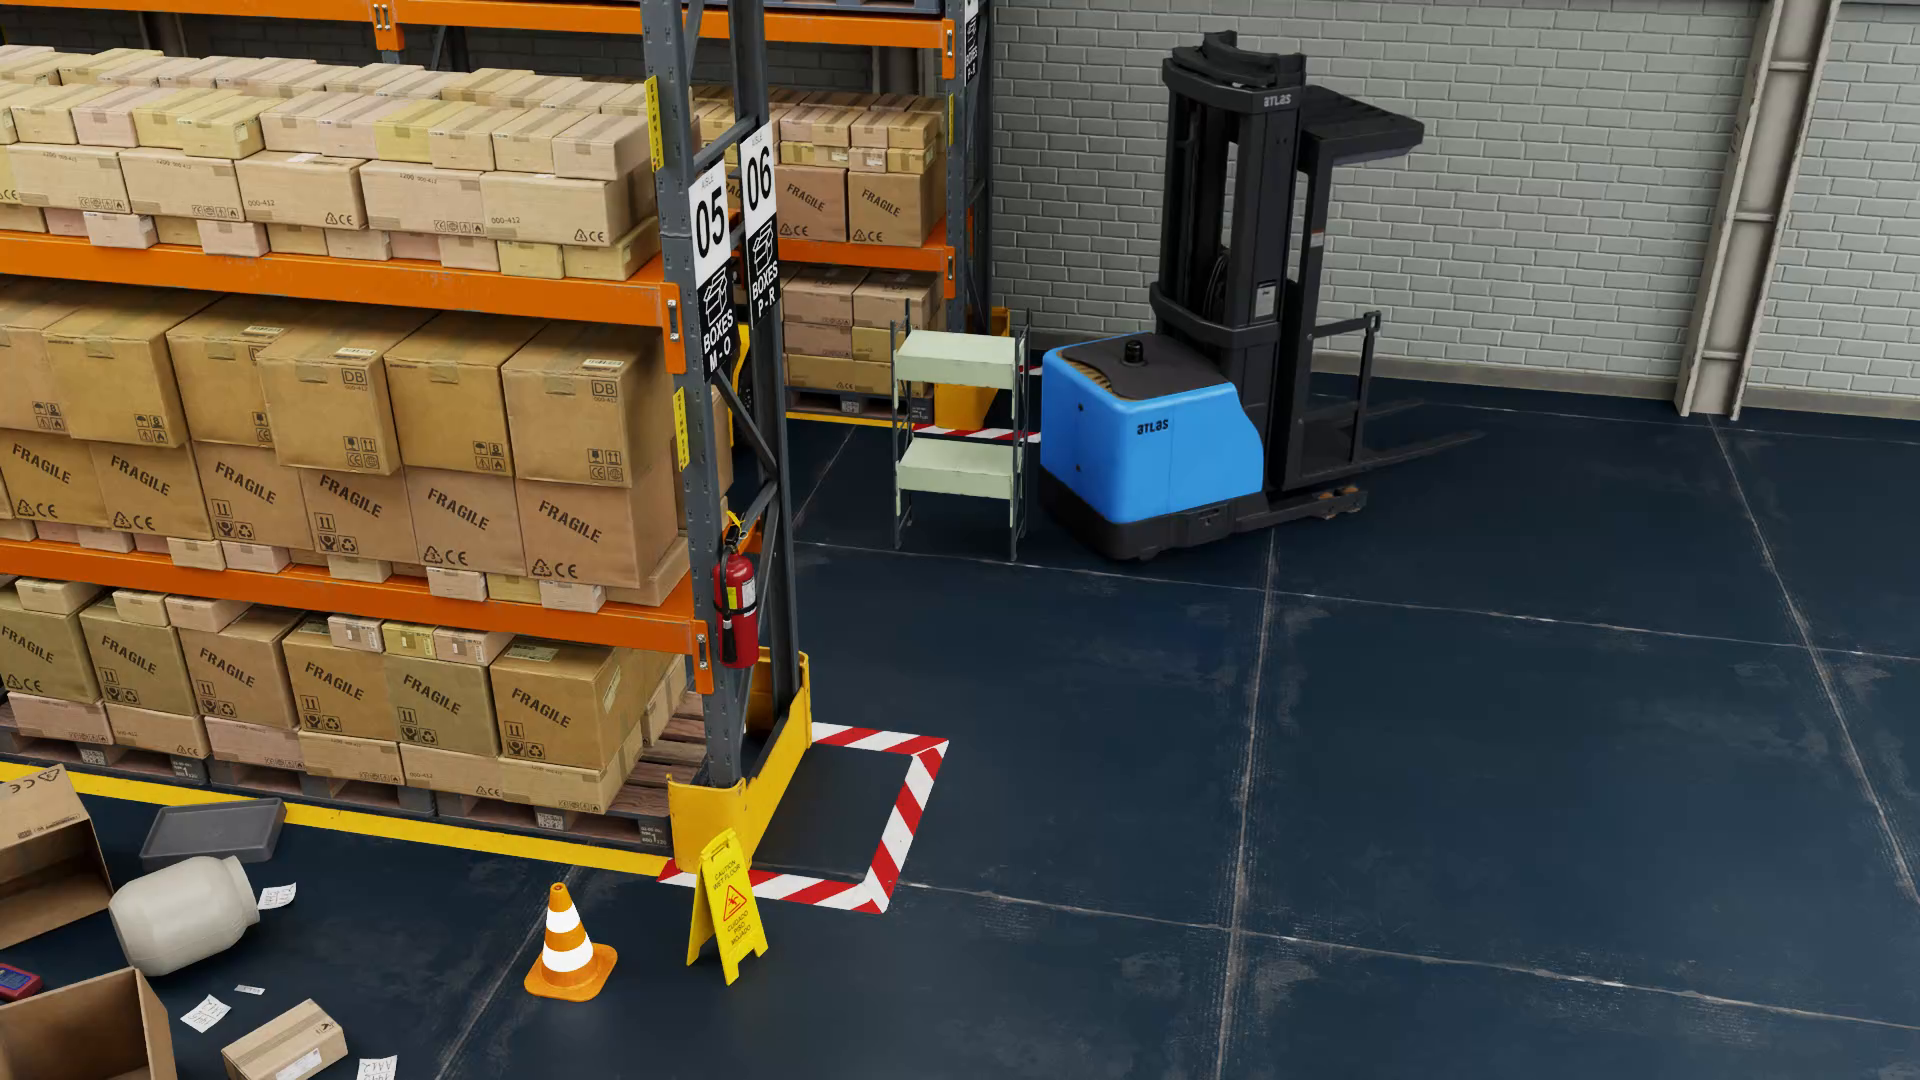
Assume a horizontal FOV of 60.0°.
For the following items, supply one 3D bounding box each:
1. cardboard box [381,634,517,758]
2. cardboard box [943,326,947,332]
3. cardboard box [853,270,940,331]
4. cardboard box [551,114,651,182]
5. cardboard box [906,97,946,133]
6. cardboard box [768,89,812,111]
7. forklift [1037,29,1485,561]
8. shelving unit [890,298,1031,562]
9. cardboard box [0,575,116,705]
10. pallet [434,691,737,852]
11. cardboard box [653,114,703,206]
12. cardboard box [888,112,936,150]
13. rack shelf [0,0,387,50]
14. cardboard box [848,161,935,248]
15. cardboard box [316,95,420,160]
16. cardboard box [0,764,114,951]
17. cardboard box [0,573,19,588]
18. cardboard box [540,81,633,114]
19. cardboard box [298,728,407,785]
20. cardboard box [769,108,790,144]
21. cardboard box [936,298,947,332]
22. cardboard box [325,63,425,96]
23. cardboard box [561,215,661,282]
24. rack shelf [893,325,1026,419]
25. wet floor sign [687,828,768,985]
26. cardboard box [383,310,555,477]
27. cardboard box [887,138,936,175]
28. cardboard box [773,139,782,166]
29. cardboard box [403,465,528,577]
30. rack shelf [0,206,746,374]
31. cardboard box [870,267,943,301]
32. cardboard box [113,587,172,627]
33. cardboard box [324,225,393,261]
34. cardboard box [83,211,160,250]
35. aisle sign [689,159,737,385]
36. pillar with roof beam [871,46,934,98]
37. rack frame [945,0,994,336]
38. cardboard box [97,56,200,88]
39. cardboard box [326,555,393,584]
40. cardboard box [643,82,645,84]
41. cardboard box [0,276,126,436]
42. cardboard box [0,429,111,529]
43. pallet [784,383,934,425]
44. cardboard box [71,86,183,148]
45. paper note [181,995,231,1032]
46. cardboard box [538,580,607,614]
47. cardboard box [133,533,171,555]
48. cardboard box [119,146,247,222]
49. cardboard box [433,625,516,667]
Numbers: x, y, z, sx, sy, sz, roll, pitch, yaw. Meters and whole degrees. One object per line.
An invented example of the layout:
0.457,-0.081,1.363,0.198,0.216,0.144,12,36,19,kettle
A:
-2.310,0.638,7.769,0.500,0.500,0.500,7,29,12,cardboard box
-0.368,-1.497,12.449,0.500,0.250,0.500,6,29,11,cardboard box
-0.444,-1.695,11.768,0.500,0.250,0.500,7,29,12,cardboard box
-1.353,-1.497,6.331,0.250,0.149,0.380,6,29,11,cardboard box
-0.212,-2.971,11.626,0.250,0.149,0.380,5,29,10,cardboard box
-1.224,-3.079,11.824,0.250,0.149,0.380,7,29,12,cardboard box
2.054,-1.632,10.341,3.031,2.935,1.130,-13,31,-23,forklift
0.007,-0.657,10.051,0.755,1.500,0.431,6,29,11,shelving unit
-4.352,0.431,8.146,0.500,0.500,0.500,7,30,13,cardboard box
-1.822,1.071,8.236,1.213,0.211,1.003,6,29,11,pallet
-1.397,-1.603,6.939,0.500,0.250,0.500,5,29,10,cardboard box
-0.322,-2.774,11.266,0.250,0.149,0.380,6,29,11,cardboard box
-5.796,-3.980,12.184,4.000,0.370,1.077,6,29,11,rack shelf
-0.464,-2.348,11.473,0.500,0.500,0.500,5,29,9,cardboard box
-2.326,-1.636,6.584,0.250,0.149,0.380,6,29,11,cardboard box
-4.109,1.394,7.343,0.500,0.500,0.500,-21,35,-33,cardboard box
-5.386,0.469,8.731,0.625,0.372,0.950,6,29,11,cardboard box
-1.516,-1.751,6.795,0.250,0.149,0.380,6,29,10,cardboard box
-2.826,0.915,8.043,0.500,0.250,0.500,5,29,9,cardboard box
-1.338,-2.831,11.371,0.250,0.149,0.380,7,29,12,cardboard box
-0.345,-1.720,12.336,0.500,0.250,0.500,6,29,11,cardboard box
-2.478,-1.910,7.085,0.250,0.149,0.380,7,29,12,cardboard box
-1.368,-1.157,6.539,0.250,0.149,0.380,6,29,11,cardboard box
0.007,-1.000,9.863,0.720,0.370,0.431,6,29,11,rack shelf
-0.999,1.508,6.986,0.232,0.644,0.267,17,33,28,wet floor sign
-2.000,-0.663,7.044,0.500,0.500,0.700,6,29,11,cardboard box
-0.326,-2.610,11.276,0.250,0.149,0.380,6,29,11,cardboard box
-1.334,-2.711,11.461,0.250,0.149,0.380,5,29,9,cardboard box
-2.038,-0.198,7.237,0.500,0.500,0.500,6,29,11,cardboard box
-2.917,-1.247,7.192,4.000,0.370,1.077,6,29,11,rack shelf
-0.359,-1.932,12.202,0.500,0.250,0.500,5,29,10,cardboard box
-3.740,0.238,7.823,0.250,0.149,0.380,7,29,13,cardboard box
-2.359,-1.268,6.743,0.250,0.149,0.380,6,29,10,cardboard box
-3.377,-1.336,6.867,0.250,0.149,0.380,5,29,10,cardboard box
-0.961,-1.045,6.489,0.004,0.787,0.394,6,29,11,aisle sign
-1.320,-3.481,7.399,0.400,9.000,9.100,6,29,11,pillar with roof beam
0.072,-2.378,11.632,0.127,3.000,1.000,6,29,11,rack frame
-3.495,-1.977,7.207,0.250,0.149,0.380,5,29,10,cardboard box
-2.637,0.031,7.493,0.250,0.149,0.380,6,29,10,cardboard box
-2.219,-3.204,12.052,0.250,0.149,0.380,6,29,10,cardboard box
-3.993,-0.853,7.392,0.500,0.500,0.700,6,29,11,cardboard box
-4.005,-0.408,7.619,0.500,0.500,0.500,6,29,10,cardboard box
-0.685,-1.212,12.406,1.213,0.211,1.003,6,29,11,pallet
-3.348,-1.713,6.726,0.250,0.149,0.380,5,29,10,cardboard box
-3.101,1.945,6.839,0.142,0.019,0.148,17,33,28,paper note
-1.642,0.153,7.270,0.250,0.149,0.380,6,29,10,cardboard box
-3.606,-0.089,7.712,0.250,0.149,0.380,6,29,10,cardboard box
-3.012,-1.502,6.755,0.500,0.250,0.500,6,29,11,cardboard box
-2.172,0.399,7.530,0.250,0.149,0.380,7,29,12,cardboard box
